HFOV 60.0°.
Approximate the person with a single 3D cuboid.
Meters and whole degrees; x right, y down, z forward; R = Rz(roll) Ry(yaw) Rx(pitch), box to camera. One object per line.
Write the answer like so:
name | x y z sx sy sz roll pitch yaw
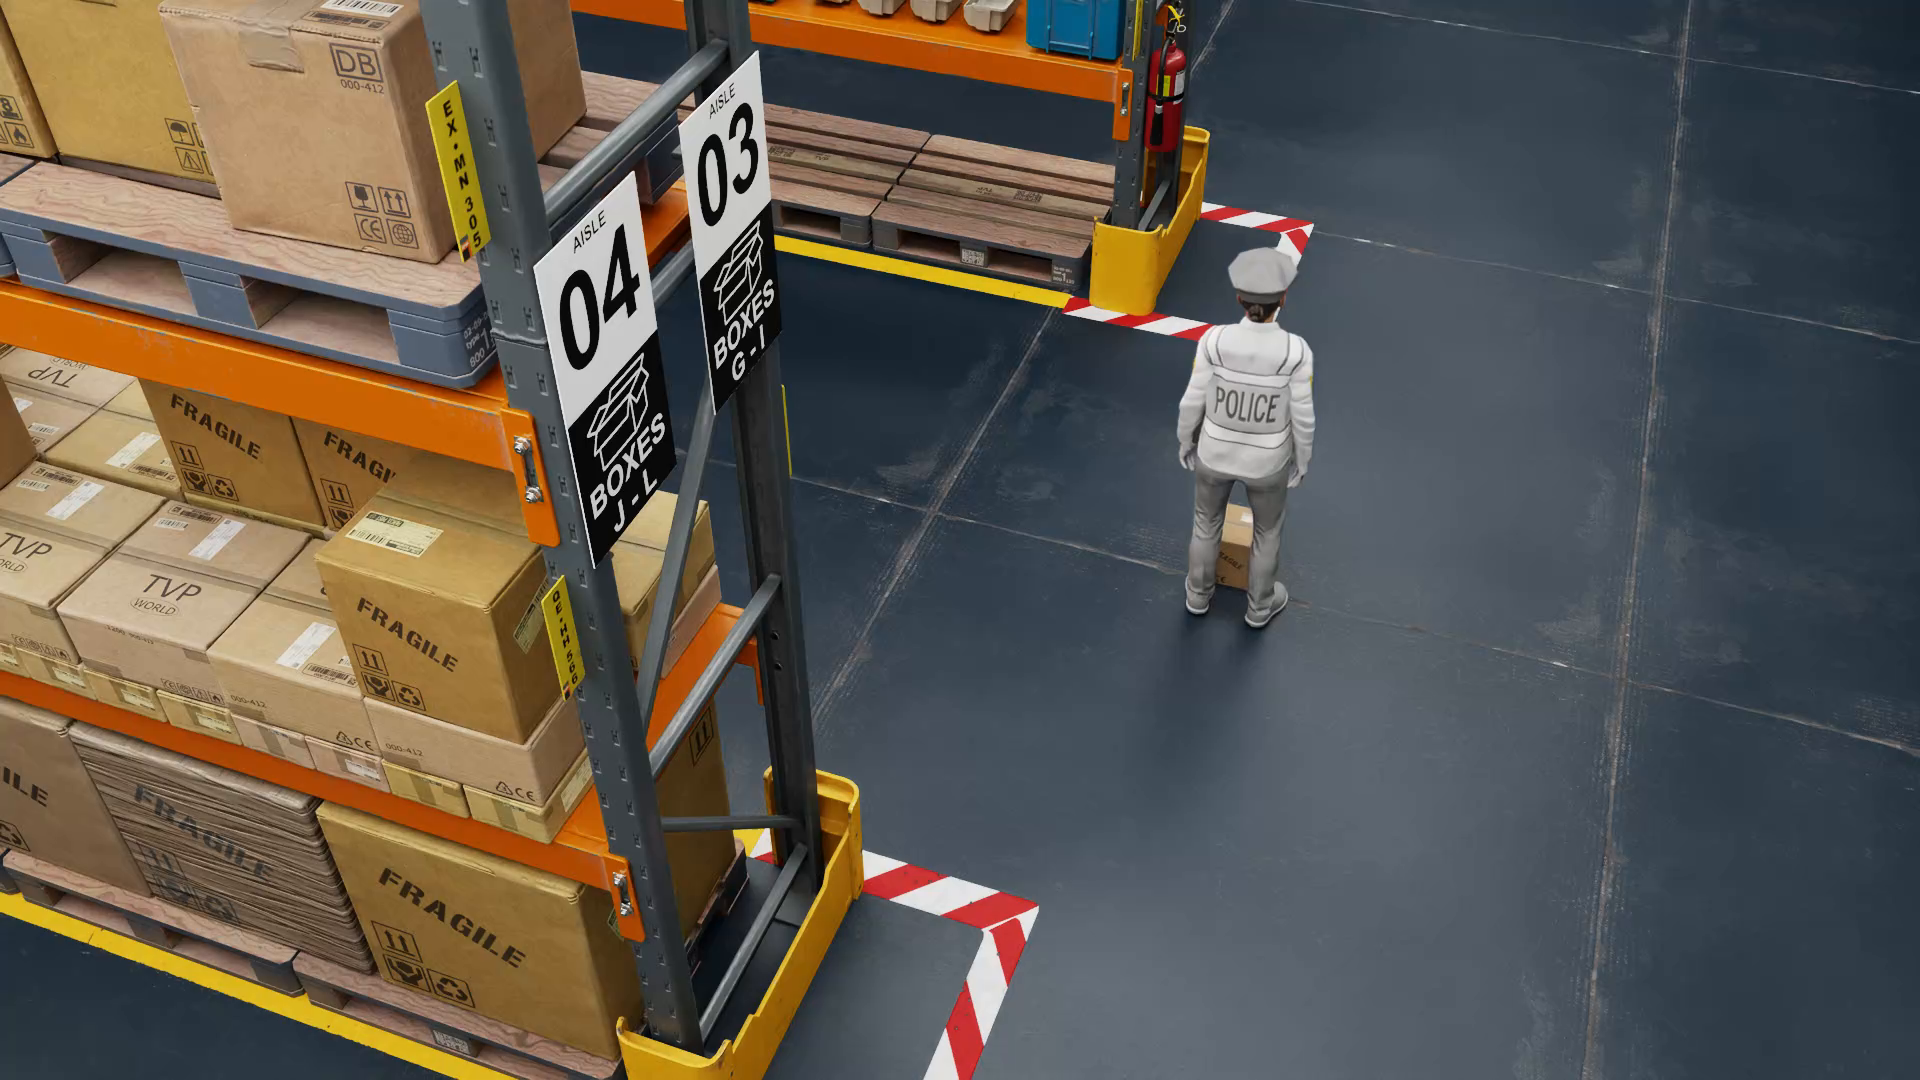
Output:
person | 1.115 -0.346 6.545 0.535 1.662 0.374 11 43 13
